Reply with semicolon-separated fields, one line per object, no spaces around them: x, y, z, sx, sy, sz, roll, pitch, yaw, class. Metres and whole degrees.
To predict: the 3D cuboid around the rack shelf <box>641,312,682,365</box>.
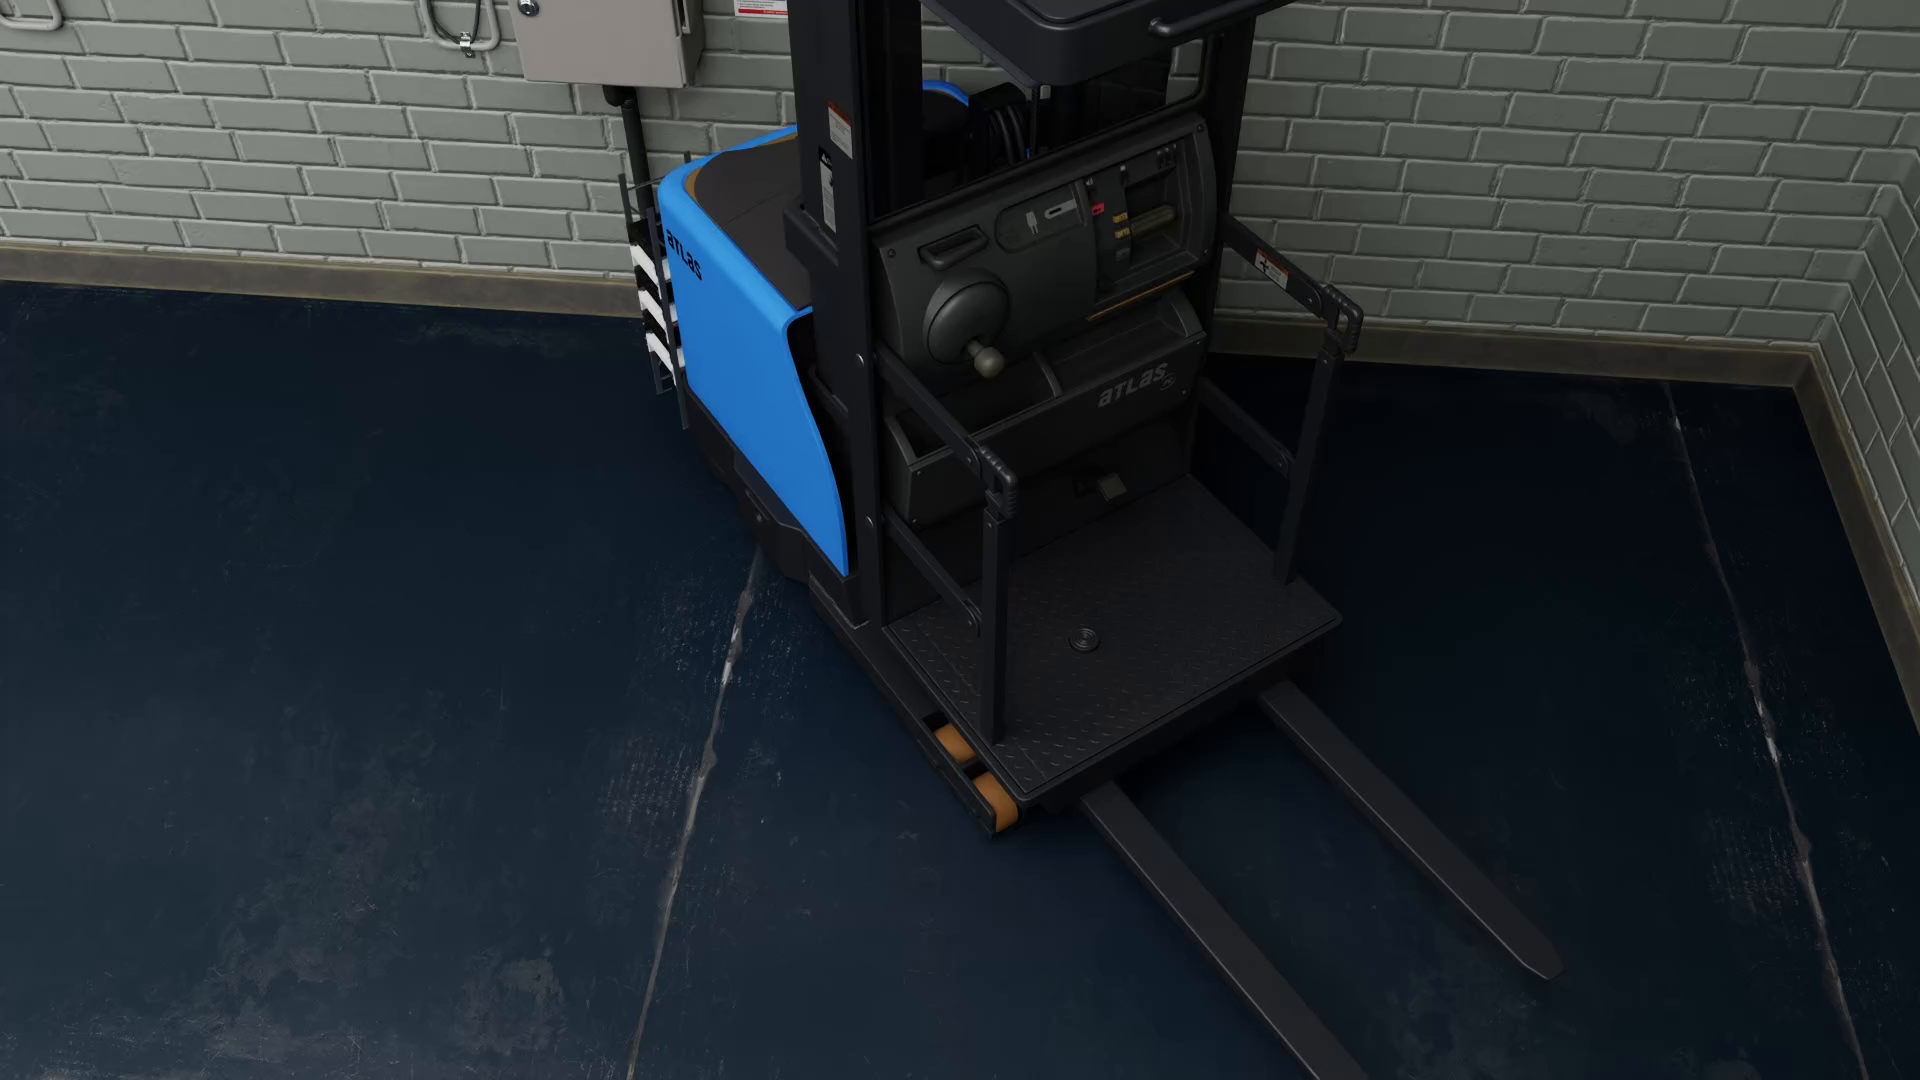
-0.882;-0.703;5.450;0.258;0.077;0.200;-25;52;-21;rack shelf

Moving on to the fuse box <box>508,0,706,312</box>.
-1.035;-1.235;5.220;0.539;1.711;0.414;4;48;4;fuse box

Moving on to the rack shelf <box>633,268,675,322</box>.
-0.882;-0.825;5.318;0.258;0.077;0.200;-25;52;-21;rack shelf

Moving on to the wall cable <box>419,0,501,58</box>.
-1.700;-2.174;4.517;0.588;1.984;0.122;4;48;4;wall cable

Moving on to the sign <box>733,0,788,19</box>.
-0.524;-1.757;4.888;0.329;0.494;0.001;4;48;4;sign

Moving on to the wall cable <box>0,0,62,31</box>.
-3.113;-2.272;4.585;0.585;1.953;0.123;4;48;4;wall cable

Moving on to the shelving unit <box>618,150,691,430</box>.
-0.882;-0.786;5.359;0.258;0.900;0.210;-25;52;-21;shelving unit

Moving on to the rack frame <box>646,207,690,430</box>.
-0.827;-0.723;5.301;0.240;0.900;0.006;-25;52;-21;rack frame

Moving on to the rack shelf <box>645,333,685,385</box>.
-0.882;-0.642;5.517;0.258;0.077;0.200;-25;52;-21;rack shelf

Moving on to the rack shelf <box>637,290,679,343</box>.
-0.882;-0.764;5.384;0.258;0.077;0.200;-25;52;-21;rack shelf

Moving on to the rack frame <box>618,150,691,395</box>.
-0.936;-0.850;5.418;0.240;0.900;0.006;-25;52;-21;rack frame

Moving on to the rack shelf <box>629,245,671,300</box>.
-0.882;-0.885;5.251;0.258;0.077;0.200;-25;52;-21;rack shelf

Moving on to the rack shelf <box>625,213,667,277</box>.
-0.882;-0.946;5.185;0.258;0.077;0.200;-25;52;-21;rack shelf

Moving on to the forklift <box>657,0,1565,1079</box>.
0.347;-0.602;3.815;1.130;2.935;3.031;-26;53;-22;forklift
